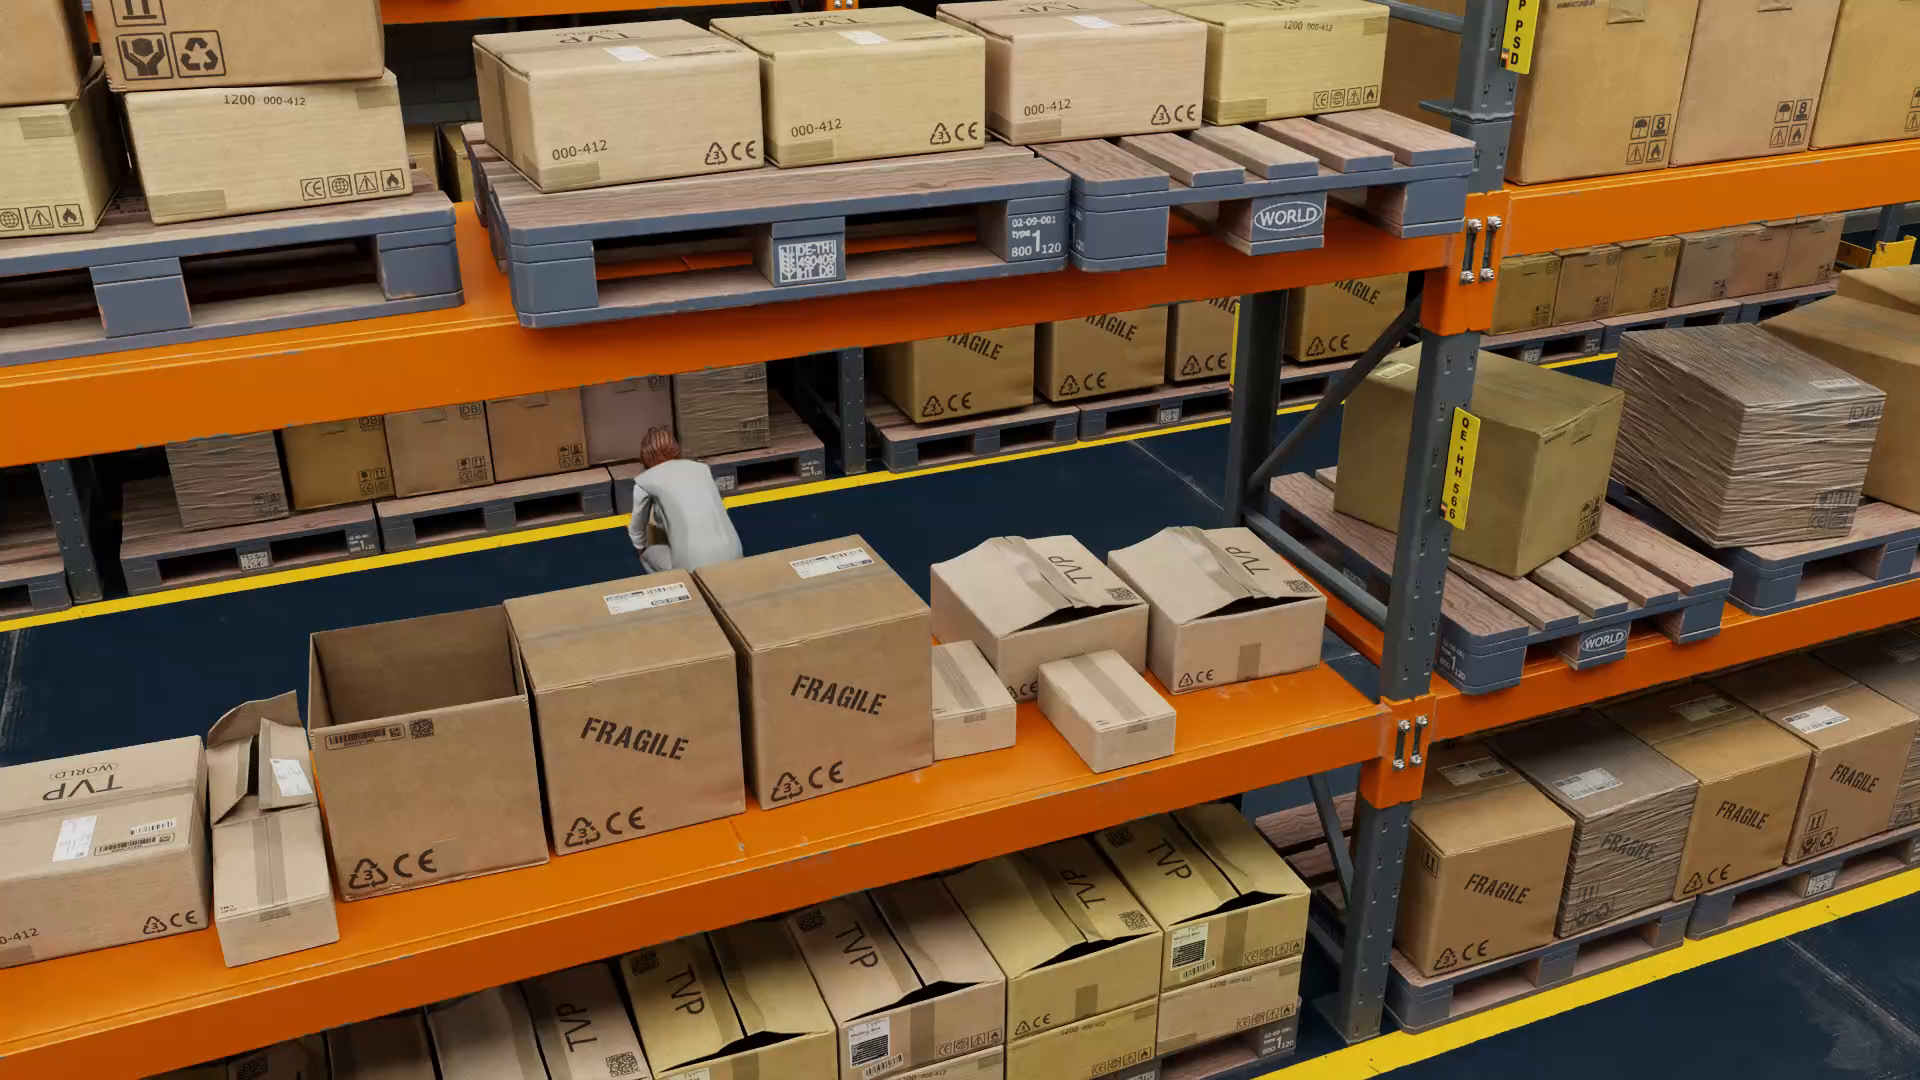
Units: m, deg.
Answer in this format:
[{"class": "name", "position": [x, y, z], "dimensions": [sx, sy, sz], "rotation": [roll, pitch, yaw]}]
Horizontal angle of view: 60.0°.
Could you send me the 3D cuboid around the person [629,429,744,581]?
[{"class": "person", "position": [-1.279, 0.004, 7.769], "dimensions": [0.446, 0.918, 0.806], "rotation": [-11, 28, -21]}]
